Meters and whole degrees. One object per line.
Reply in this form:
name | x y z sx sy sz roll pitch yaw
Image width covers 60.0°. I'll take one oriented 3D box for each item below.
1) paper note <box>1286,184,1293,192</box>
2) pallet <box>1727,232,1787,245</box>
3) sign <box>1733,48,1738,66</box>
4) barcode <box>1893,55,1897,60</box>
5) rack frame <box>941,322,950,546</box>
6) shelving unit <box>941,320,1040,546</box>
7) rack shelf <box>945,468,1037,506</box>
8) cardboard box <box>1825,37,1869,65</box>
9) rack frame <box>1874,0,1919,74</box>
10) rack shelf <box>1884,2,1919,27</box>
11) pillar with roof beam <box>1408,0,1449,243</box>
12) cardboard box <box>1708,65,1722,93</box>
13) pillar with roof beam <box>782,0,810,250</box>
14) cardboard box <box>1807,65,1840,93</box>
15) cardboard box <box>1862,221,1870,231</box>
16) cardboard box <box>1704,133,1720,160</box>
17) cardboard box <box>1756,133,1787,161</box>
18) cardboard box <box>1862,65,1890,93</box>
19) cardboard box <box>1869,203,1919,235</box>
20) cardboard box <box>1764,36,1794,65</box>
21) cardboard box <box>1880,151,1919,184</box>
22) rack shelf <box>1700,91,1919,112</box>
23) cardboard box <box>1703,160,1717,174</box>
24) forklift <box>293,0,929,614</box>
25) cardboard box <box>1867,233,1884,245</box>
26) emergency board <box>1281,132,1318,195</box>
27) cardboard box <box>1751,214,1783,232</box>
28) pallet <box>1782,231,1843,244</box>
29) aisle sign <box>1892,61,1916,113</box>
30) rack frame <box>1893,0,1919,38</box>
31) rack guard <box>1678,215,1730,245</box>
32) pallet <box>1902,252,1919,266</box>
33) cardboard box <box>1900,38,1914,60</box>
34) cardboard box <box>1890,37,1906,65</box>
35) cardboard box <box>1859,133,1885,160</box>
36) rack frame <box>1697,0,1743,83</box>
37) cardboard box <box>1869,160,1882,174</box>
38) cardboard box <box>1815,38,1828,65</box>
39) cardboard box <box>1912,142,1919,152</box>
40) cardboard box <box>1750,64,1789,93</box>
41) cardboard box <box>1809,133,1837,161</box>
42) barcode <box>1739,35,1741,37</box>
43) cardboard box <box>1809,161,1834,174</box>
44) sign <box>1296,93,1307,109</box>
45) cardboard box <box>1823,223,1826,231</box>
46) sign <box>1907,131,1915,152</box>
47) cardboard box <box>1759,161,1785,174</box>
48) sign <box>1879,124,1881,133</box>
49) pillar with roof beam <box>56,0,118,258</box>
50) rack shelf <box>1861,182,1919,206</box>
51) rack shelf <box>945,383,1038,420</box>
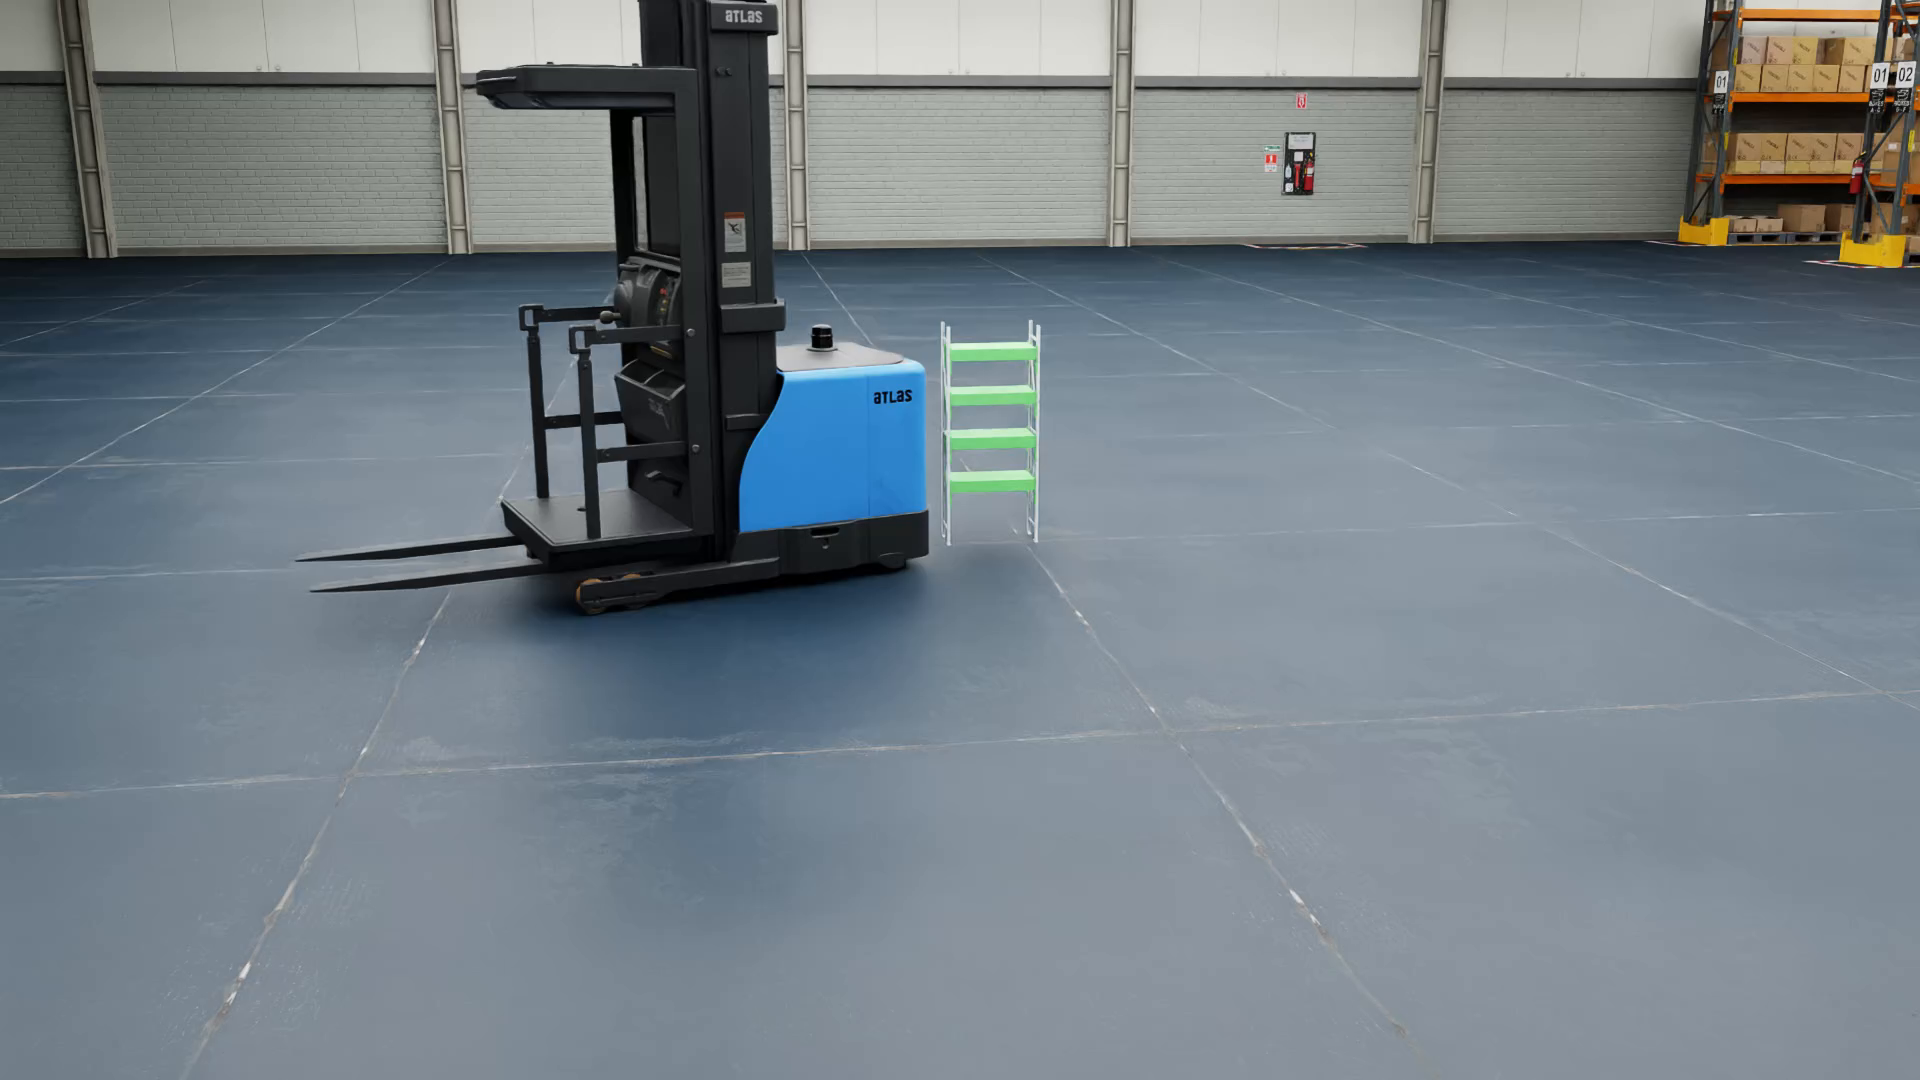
paper note | 6.280 -6.719 31.695 0.142 0.148 0.016 -2 14 -8
pallet | 15.168 -5.871 32.238 1.213 0.211 1.003 -2 14 -8
sign | 14.365 -8.949 30.813 0.005 0.325 0.100 -2 14 -8
barcode | 15.253 -7.872 27.124 0.075 0.075 0.001 -2 14 -8
rack frame | -0.078 -0.579 9.103 0.015 1.200 0.240 -2 14 -8
shelving unit | 0.164 -0.588 9.138 0.503 1.200 0.258 -2 14 -8
rack shelf | 0.164 -0.293 9.212 0.480 0.148 0.258 -2 14 -8
cardboard box | 16.729 -9.216 31.374 0.500 0.500 0.500 -3 14 -10
rack frame | 15.026 -8.919 26.324 0.127 3.000 1.000 -2 14 -8
rack shelf | 17.004 -8.448 26.749 4.000 0.370 1.077 -2 14 -8
pillar with roof beam | 9.556 -9.091 27.009 0.400 9.000 9.100 -2 14 -8
cardboard box | 14.659 -8.789 31.728 0.500 0.500 0.500 -1 14 -4
pillar with roof beam | -2.310 -8.656 25.275 0.400 9.000 9.100 -2 14 -8
cardboard box | 16.228 -8.720 31.453 0.500 0.500 0.500 -1 14 -5
cardboard box | 17.715 -6.158 32.567 0.250 0.166 0.380 -4 15 -16
cardboard box | 14.719 -7.569 32.001 0.500 0.500 0.500 -2 14 -9
cardboard box | 15.291 -7.461 31.571 0.500 0.500 0.500 -2 14 -8
cardboard box | 17.275 -8.765 31.632 0.500 0.500 0.500 -3 14 -13
cardboard box | 15.512 -5.333 27.609 0.500 0.500 0.500 -2 14 -8
cardboard box | 15.205 -9.160 31.150 0.500 0.500 0.500 -2 14 -9
cardboard box | 15.490 -6.071 27.097 0.500 0.500 0.700 -2 14 -8
rack shelf | 16.262 -8.379 31.816 4.000 0.370 1.077 -2 14 -8
cardboard box | 14.718 -7.201 32.074 0.500 0.250 0.500 -2 14 -7
forklift | -1.711 -1.218 8.091 3.031 2.935 1.130 -7 16 -26
cardboard box | 15.512 -4.969 27.698 0.500 0.250 0.500 -2 14 -8
emergency board | 6.465 -7.136 31.548 0.643 1.169 0.194 -2 14 -8
cardboard box | 15.546 -6.133 32.174 0.500 0.311 0.500 -1 14 -4
pallet | 16.372 -5.915 32.411 1.213 0.211 1.003 -2 14 -8
aisle sign | 15.007 -7.194 26.434 0.004 0.787 0.394 -2 14 -8
rack frame | 18.240 -10.255 31.652 0.127 3.000 1.000 -2 14 -8
rack guard | 14.359 -5.990 32.119 0.348 0.500 1.175 -2 14 -8
pallet | 15.776 -4.694 27.543 1.213 0.211 1.003 -2 14 -8
cardboard box | 15.595 -7.805 26.687 0.637 0.503 0.797 -1 14 -4
cardboard box | 17.785 -9.260 31.549 0.500 0.500 0.500 -3 14 -13
cardboard box | 17.326 -7.535 31.864 0.500 0.500 0.500 -2 14 -9
rack frame | 14.284 -10.110 31.074 0.127 3.000 1.000 -2 14 -8
cardboard box | 17.323 -7.176 31.975 0.500 0.250 0.500 -2 14 -8
cardboard box | 16.199 -9.328 31.821 0.500 0.500 0.500 -2 14 -8
cardboard box | 15.446 -6.334 26.813 0.250 0.149 0.380 -2 14 -9
cardboard box | 15.189 -8.676 31.277 0.500 0.500 0.500 -1 14 -5
cardboard box | 16.312 -7.500 31.726 0.500 0.500 0.500 -2 14 -7
barcode | 14.912 -9.626 31.815 0.075 0.075 0.001 -2 14 -8
cardboard box | 16.330 -7.135 31.814 0.500 0.250 0.500 -2 14 -8
sign | 6.442 -8.284 31.360 0.199 0.298 0.001 -2 14 -8
cardboard box | 16.655 -6.123 32.464 0.250 0.149 0.380 -3 14 -13
sign | 15.103 -6.333 26.405 0.005 0.325 0.100 -2 14 -8
cardboard box | 15.326 -7.101 31.675 0.500 0.250 0.500 -3 14 -10
sign | 18.153 -8.040 32.773 0.005 0.325 0.100 -2 14 -8
pillar with roof beam | -14.176 -8.221 23.541 0.400 9.000 9.100 -2 14 -8
rack shelf | 17.004 -5.732 27.430 4.000 0.370 1.077 -2 14 -8
rack shelf | 0.164 -0.759 9.096 0.480 0.148 0.258 -2 14 -8
